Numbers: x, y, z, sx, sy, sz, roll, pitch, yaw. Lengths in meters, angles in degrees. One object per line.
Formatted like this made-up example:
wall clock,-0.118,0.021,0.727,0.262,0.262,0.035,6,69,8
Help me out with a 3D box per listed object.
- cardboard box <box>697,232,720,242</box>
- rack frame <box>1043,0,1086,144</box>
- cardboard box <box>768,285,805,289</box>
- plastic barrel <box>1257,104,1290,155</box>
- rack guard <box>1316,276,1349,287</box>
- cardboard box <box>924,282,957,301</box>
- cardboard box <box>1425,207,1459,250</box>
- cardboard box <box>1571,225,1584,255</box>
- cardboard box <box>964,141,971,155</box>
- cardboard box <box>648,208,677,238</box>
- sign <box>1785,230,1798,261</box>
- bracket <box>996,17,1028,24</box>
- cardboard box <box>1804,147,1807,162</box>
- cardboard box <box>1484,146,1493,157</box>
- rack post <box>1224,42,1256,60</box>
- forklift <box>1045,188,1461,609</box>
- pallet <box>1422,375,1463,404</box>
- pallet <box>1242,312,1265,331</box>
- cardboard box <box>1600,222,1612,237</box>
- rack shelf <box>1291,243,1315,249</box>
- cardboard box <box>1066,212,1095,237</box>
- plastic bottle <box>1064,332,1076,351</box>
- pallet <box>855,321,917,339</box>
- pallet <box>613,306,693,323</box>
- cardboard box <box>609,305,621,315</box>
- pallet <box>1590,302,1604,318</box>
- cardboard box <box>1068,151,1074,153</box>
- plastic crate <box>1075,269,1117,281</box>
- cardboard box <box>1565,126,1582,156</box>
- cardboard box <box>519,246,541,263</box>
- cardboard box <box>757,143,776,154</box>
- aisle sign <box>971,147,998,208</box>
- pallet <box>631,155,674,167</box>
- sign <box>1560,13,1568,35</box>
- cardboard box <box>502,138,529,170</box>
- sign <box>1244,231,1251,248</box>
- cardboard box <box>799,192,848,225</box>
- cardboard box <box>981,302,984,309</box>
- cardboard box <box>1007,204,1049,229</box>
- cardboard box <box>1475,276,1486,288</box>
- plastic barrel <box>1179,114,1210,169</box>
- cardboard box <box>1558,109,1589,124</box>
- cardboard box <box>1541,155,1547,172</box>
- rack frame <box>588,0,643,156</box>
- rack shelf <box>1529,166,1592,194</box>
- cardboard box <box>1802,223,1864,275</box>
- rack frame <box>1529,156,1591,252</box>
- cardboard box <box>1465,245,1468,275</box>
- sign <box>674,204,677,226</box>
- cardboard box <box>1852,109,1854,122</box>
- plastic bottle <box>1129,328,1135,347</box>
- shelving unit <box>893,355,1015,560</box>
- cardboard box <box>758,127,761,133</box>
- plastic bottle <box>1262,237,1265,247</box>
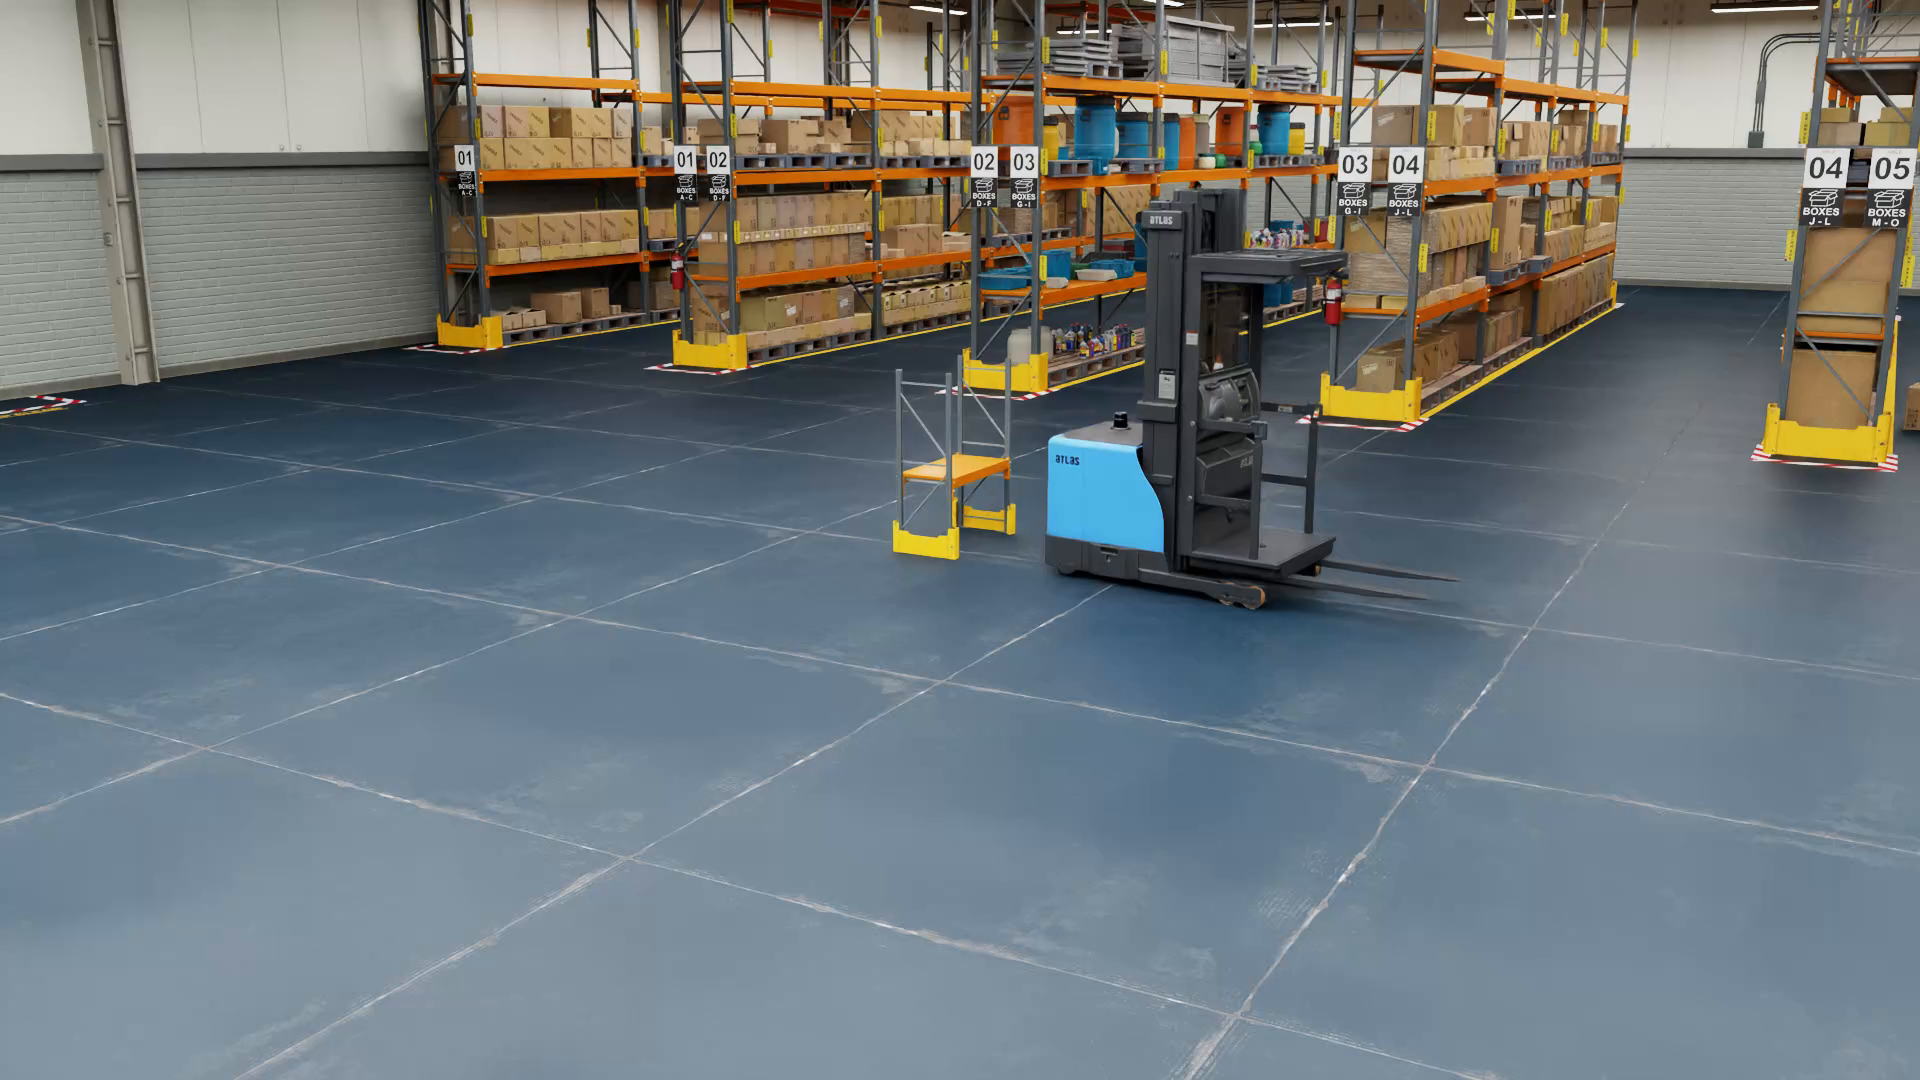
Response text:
cardboard box,-3.702,-4.534,24.843,0.380,0.149,0.250,7,15,27
rack frame,2.081,-9.448,34.025,1.000,3.000,0.127,7,15,28
cardboard box,-2.768,-3.858,27.006,0.500,0.500,0.500,7,15,28
plastic barrel,5.724,-7.509,30.413,0.600,0.901,0.708,7,15,28
rack guard,8.349,-5.582,36.120,1.175,0.500,0.348,7,15,28
cardboard box,-0.383,-4.505,30.096,0.500,0.311,0.500,7,15,28
cardboard box,5.943,-3.913,20.882,0.500,0.500,0.500,7,15,28
cardboard box,10.764,-5.331,29.531,0.500,0.500,0.500,7,15,28
cardboard box,-0.023,-7.201,30.528,0.500,0.250,0.500,6,15,24
cardboard box,-5.572,-5.928,31.071,0.700,0.500,0.500,9,16,34
sign,8.774,-3.107,17.543,0.100,0.325,0.005,7,15,28
bracket,1.596,-13.641,43.736,0.076,0.066,3.189,7,15,28
cardboard box,9.107,-4.060,17.499,0.380,0.149,0.250,7,15,28
cardboard box,6.979,-5.247,22.468,0.380,0.149,0.250,8,16,30
rack post,4.772,-8.487,28.938,0.624,0.289,0.986,7,15,28
forklift,2.166,-1.068,12.210,3.031,2.935,1.130,9,16,34
pallet,6.001,-2.019,21.957,1.003,0.211,1.213,7,15,28
pallet,4.826,-3.960,30.010,1.003,0.211,1.213,7,15,28
cardboard box,12.437,-6.068,32.487,0.500,0.250,0.500,7,15,27
rack shelf,5.448,-5.210,30.779,1.077,0.370,4.000,7,15,28
cardboard box,2.566,-6.654,35.022,0.500,0.500,0.500,8,16,30
plastic bottle,1.639,-2.962,24.794,0.152,0.276,0.135,7,15,28
pallet,-1.465,-3.691,28.892,1.003,0.211,1.213,7,15,28
pallet,-5.750,-4.255,31.235,1.003,0.211,1.213,7,15,28
cardboard box,-6.357,-4.175,30.056,0.380,0.166,0.250,5,15,21
pallet,11.776,-4.452,32.048,1.003,0.211,1.213,7,15,28
cardboard box,2.532,-7.989,34.691,0.500,0.250,0.500,7,15,28
plastic crate,1.984,-3.839,24.119,0.530,0.136,0.437,7,15,28
cardboard box,10.479,-7.000,29.158,0.700,0.500,0.500,8,16,29
cardboard box,-7.306,-4.740,27.570,0.500,0.250,0.500,7,15,26
cardboard box,-2.997,-5.900,25.046,0.380,0.149,0.250,7,15,28
aisle sign,0.319,-4.791,21.958,0.394,0.787,0.004,7,15,28
pallet,-5.733,-6.933,30.390,1.213,0.211,1.003,7,15,28
sign,9.297,-7.938,25.597,0.100,0.325,0.005,7,15,28
cardboard box,-7.387,-6.294,27.082,0.500,0.500,0.500,9,16,32
sign,4.966,-5.168,28.721,0.100,0.325,0.005,7,15,28
cardboard box,-2.239,-5.374,26.945,0.700,0.500,0.500,7,15,28
cardboard box,0.106,-4.443,31.034,0.500,0.250,0.500,8,16,29
cardboard box,1.379,-6.565,33.754,0.700,0.500,0.500,10,17,37
cardboard box,7.037,-3.568,22.969,0.380,0.149,0.250,7,15,28
plastic barrel,3.894,-6.707,27.986,0.600,0.901,0.600,0,14,0
cardboard box,11.211,-7.725,30.354,0.500,0.250,0.500,6,15,24
cardboard box,8.802,-5.848,25.811,0.500,0.250,0.500,7,15,28
rack frame,-6.125,-8.368,29.542,1.000,3.000,0.127,7,15,28
rack shelf,9.784,-6.107,28.100,1.077,0.370,4.000,7,15,28
cardboard box,9.641,-3.157,18.105,0.875,0.550,0.550,7,15,28
rack frame,10.751,-5.409,30.069,1.000,3.000,0.127,7,15,28
cardboard box,6.339,-3.777,22.452,0.875,0.500,0.500,7,15,28
sign,-4.189,-4.812,24.619,0.100,0.325,0.005,7,15,28
cardboard box,9.600,-4.656,18.273,0.380,0.149,0.250,7,15,28
plastic bottle,2.604,-3.086,25.291,0.061,0.283,0.133,8,16,31
shelving unit,-0.037,-0.713,13.793,0.587,1.500,1.083,7,15,28
cardboard box,-4.011,-8.097,33.666,0.700,0.500,0.500,6,15,24
plastic bottle,5.453,-5.329,30.014,0.097,0.271,0.097,0,14,0
